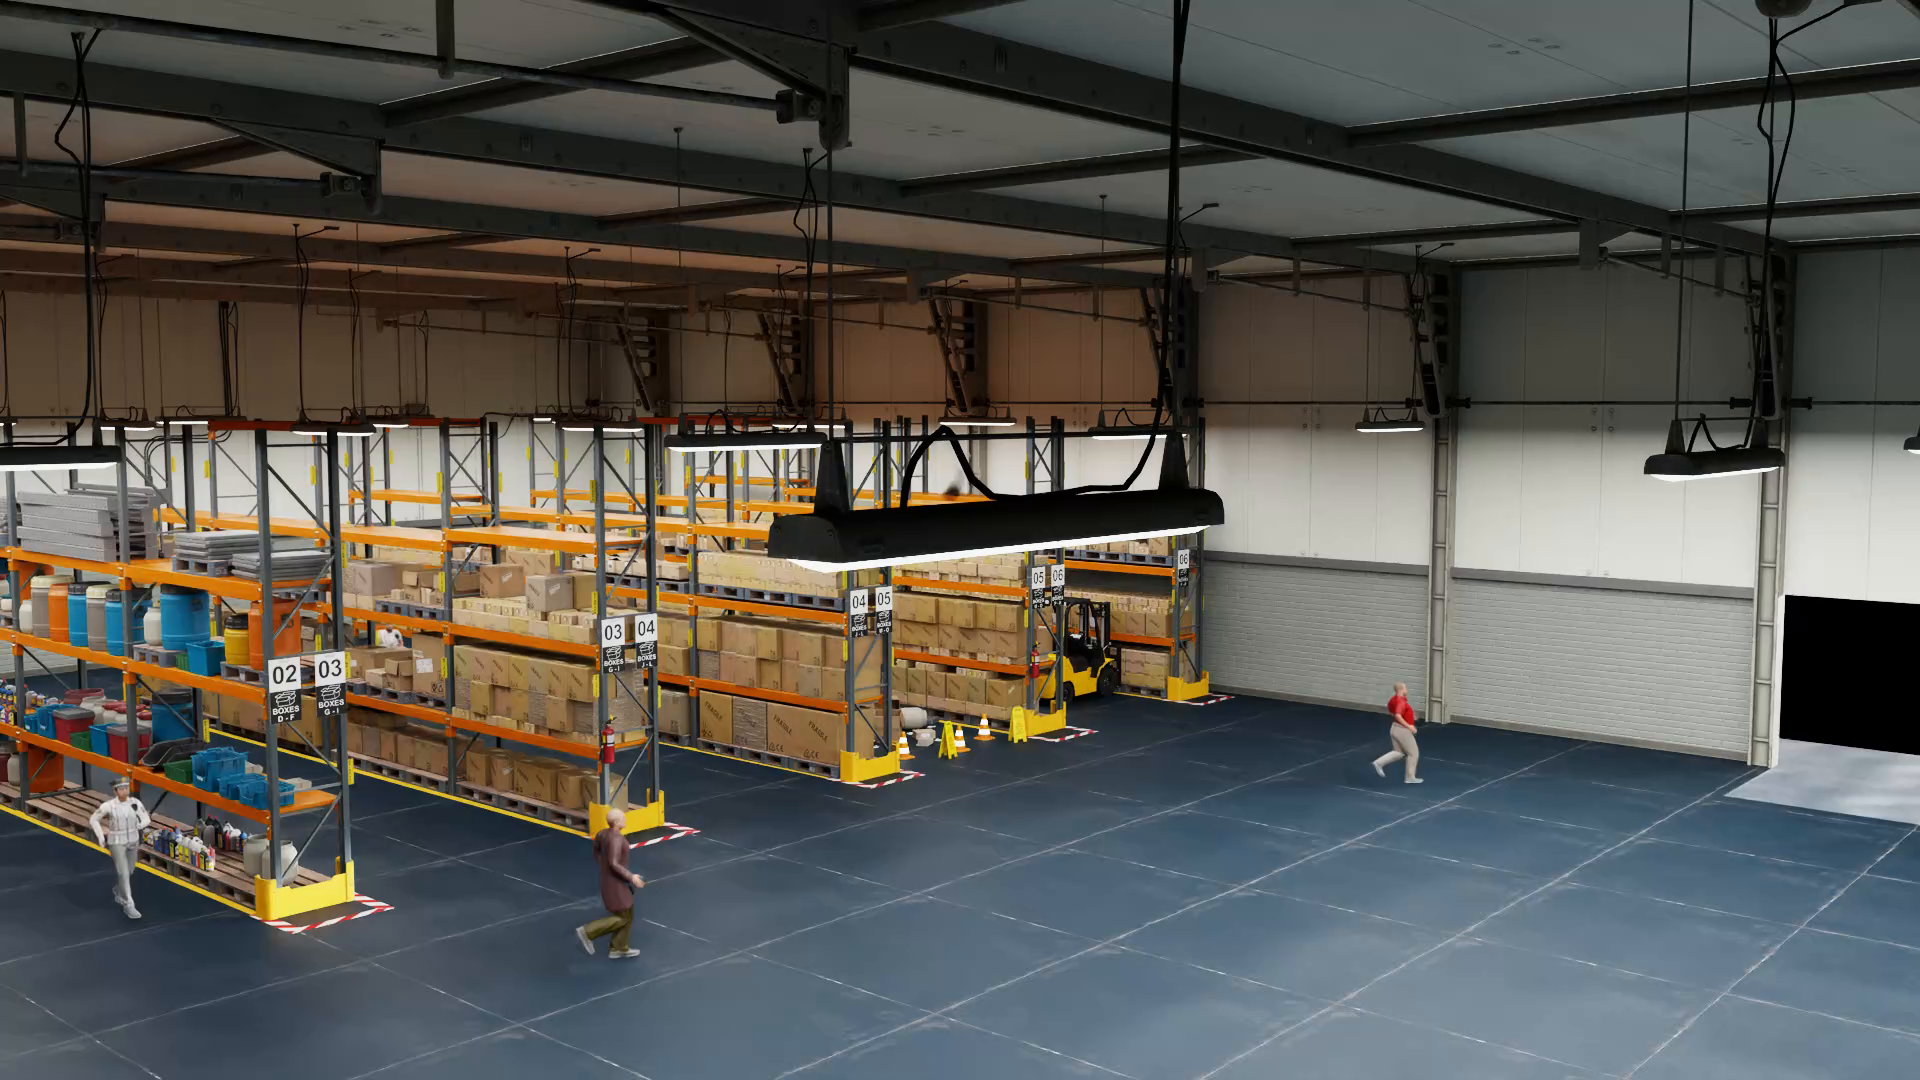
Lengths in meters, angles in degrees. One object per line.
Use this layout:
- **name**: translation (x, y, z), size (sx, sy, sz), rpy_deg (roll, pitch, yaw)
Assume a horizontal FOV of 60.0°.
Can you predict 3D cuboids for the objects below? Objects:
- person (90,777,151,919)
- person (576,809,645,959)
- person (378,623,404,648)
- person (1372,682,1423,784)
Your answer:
- **person**: translation (-10.318, 3.750, 20.523), size (0.898, 1.686, 0.612), rpy_deg (4, 6, 41)
- **person**: translation (-3.999, 3.908, 18.814), size (0.754, 1.734, 0.700), rpy_deg (-2, 5, -25)
- **person**: translation (-12.073, 2.544, 35.246), size (0.761, 1.858, 0.624), rpy_deg (4, 6, 39)
- **person**: translation (7.287, 3.197, 27.556), size (0.830, 1.687, 0.675), rpy_deg (0, 5, -6)
